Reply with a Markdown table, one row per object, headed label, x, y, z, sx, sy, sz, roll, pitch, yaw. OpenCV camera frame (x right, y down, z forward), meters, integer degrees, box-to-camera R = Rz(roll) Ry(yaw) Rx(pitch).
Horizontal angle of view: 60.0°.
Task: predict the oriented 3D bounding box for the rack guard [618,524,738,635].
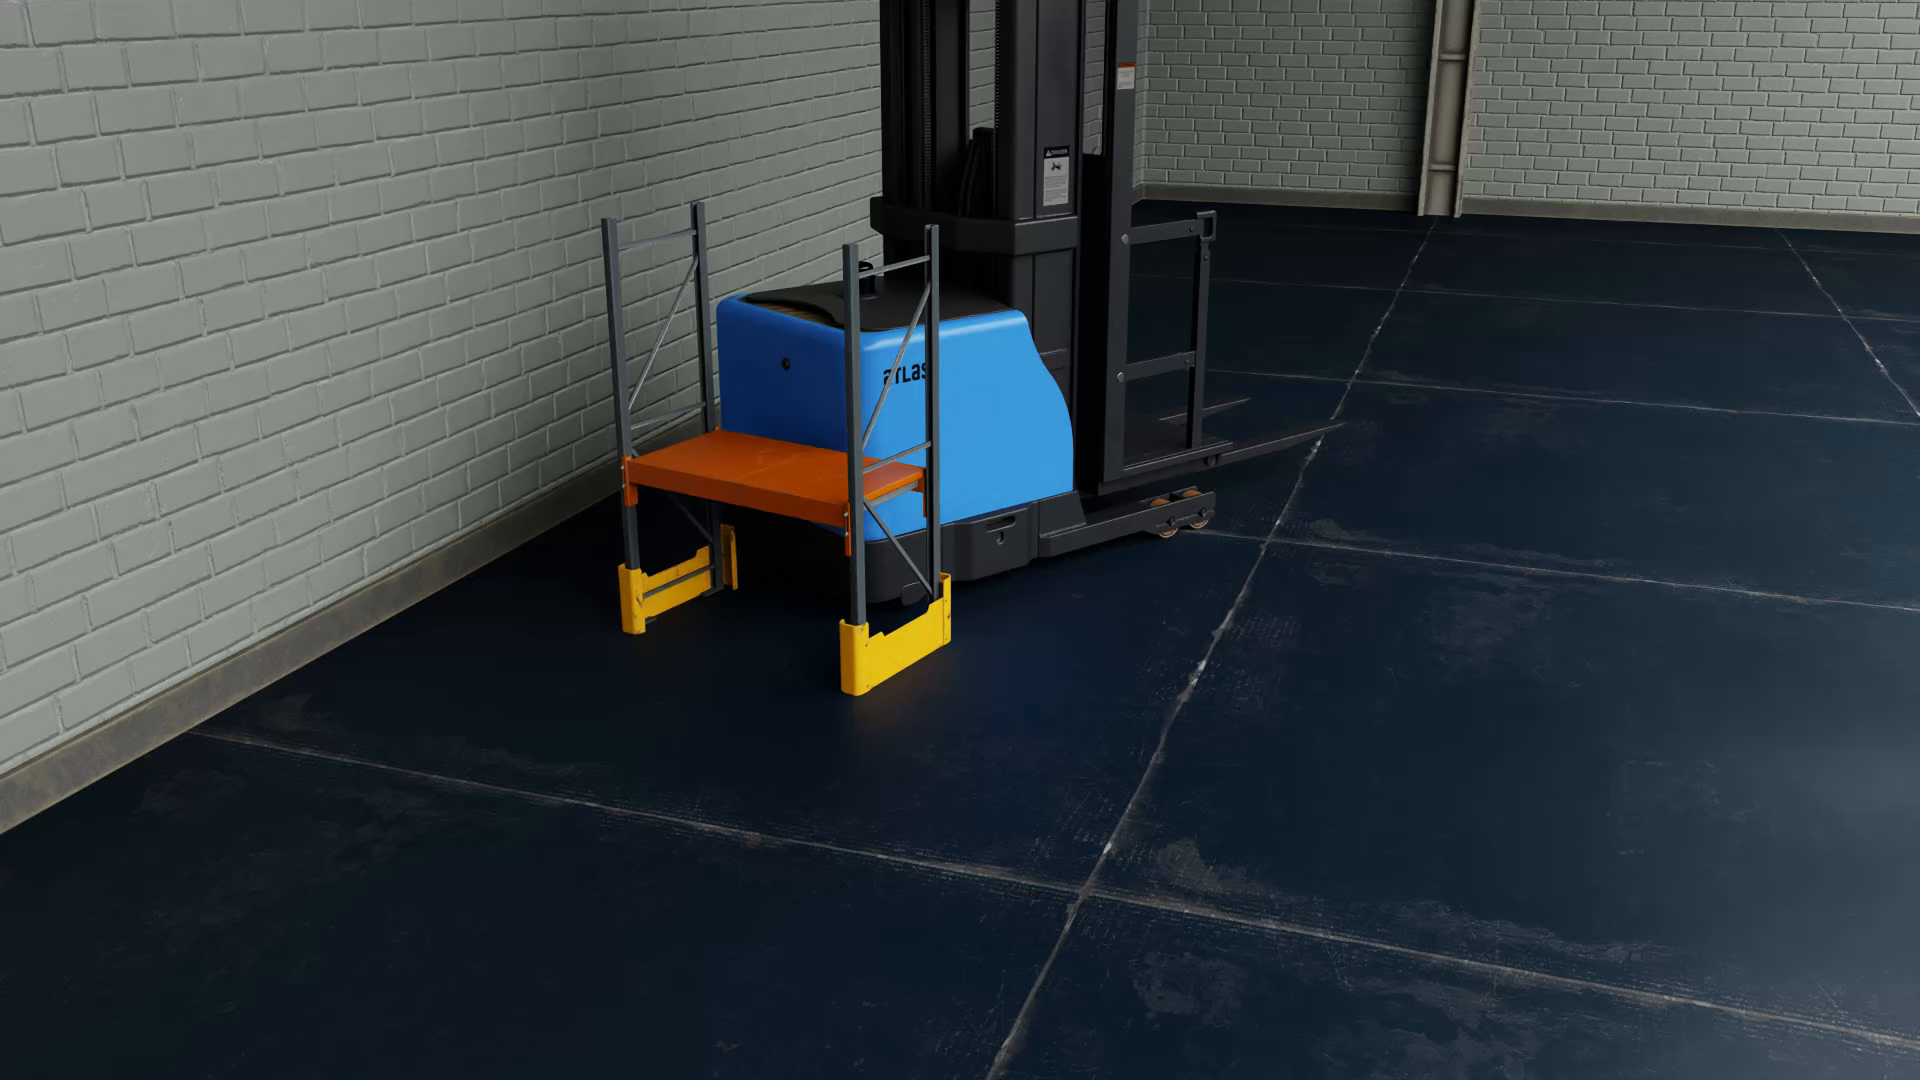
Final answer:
| label | x | y | z | sx | sy | sz | roll | pitch | yaw |
| --- | --- | --- | --- | --- | --- | --- | --- | --- | --- |
| rack guard | -1.058 | 0.142 | 6.289 | 0.087 | 0.250 | 0.587 | 12 | 23 | 31 |

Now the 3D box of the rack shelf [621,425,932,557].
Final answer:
| label | x | y | z | sx | sy | sz | roll | pitch | yaw |
| --- | --- | --- | --- | --- | --- | --- | --- | --- | --- |
| rack shelf | -0.646 | -0.192 | 5.894 | 1.000 | 0.185 | 0.538 | 12 | 23 | 31 |

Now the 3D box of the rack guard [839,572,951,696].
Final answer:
| label | x | y | z | sx | sy | sz | roll | pitch | yaw |
| --- | --- | --- | --- | --- | --- | --- | --- | --- | --- |
| rack guard | -0.218 | 0.318 | 5.783 | 0.087 | 0.250 | 0.587 | 12 | 23 | 31 |

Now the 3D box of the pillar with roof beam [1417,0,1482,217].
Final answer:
| label | x | y | z | sx | sy | sz | roll | pitch | yaw |
| --- | --- | --- | --- | --- | --- | --- | --- | --- | --- |
| pillar with roof beam | 3.244 | -6.077 | 10.837 | 0.400 | 9.000 | 9.100 | 7 | 20 | 18 |

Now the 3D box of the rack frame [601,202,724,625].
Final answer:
| label | x | y | z | sx | sy | sz | roll | pitch | yaw |
| --- | --- | --- | --- | --- | --- | --- | --- | --- | --- |
| rack frame | -1.074 | -0.452 | 6.093 | 0.032 | 1.500 | 0.500 | 12 | 23 | 31 |

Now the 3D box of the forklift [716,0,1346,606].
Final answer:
| label | x | y | z | sx | sy | sz | roll | pitch | yaw |
| --- | --- | --- | --- | --- | --- | --- | --- | --- | --- |
| forklift | 0.483 | -1.513 | 6.964 | 3.031 | 2.935 | 1.130 | -15 | 24 | -37 |

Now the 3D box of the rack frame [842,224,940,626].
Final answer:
| label | x | y | z | sx | sy | sz | roll | pitch | yaw |
| --- | --- | --- | --- | --- | --- | --- | --- | --- | --- |
| rack frame | -0.217 | -0.272 | 5.577 | 0.032 | 1.500 | 0.500 | 12 | 23 | 31 |

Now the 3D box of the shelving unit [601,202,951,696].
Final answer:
| label | x | y | z | sx | sy | sz | roll | pitch | yaw |
| --- | --- | --- | --- | --- | --- | --- | --- | --- | --- |
| shelving unit | -0.638 | -0.360 | 5.830 | 1.083 | 1.500 | 0.587 | 12 | 23 | 31 |
